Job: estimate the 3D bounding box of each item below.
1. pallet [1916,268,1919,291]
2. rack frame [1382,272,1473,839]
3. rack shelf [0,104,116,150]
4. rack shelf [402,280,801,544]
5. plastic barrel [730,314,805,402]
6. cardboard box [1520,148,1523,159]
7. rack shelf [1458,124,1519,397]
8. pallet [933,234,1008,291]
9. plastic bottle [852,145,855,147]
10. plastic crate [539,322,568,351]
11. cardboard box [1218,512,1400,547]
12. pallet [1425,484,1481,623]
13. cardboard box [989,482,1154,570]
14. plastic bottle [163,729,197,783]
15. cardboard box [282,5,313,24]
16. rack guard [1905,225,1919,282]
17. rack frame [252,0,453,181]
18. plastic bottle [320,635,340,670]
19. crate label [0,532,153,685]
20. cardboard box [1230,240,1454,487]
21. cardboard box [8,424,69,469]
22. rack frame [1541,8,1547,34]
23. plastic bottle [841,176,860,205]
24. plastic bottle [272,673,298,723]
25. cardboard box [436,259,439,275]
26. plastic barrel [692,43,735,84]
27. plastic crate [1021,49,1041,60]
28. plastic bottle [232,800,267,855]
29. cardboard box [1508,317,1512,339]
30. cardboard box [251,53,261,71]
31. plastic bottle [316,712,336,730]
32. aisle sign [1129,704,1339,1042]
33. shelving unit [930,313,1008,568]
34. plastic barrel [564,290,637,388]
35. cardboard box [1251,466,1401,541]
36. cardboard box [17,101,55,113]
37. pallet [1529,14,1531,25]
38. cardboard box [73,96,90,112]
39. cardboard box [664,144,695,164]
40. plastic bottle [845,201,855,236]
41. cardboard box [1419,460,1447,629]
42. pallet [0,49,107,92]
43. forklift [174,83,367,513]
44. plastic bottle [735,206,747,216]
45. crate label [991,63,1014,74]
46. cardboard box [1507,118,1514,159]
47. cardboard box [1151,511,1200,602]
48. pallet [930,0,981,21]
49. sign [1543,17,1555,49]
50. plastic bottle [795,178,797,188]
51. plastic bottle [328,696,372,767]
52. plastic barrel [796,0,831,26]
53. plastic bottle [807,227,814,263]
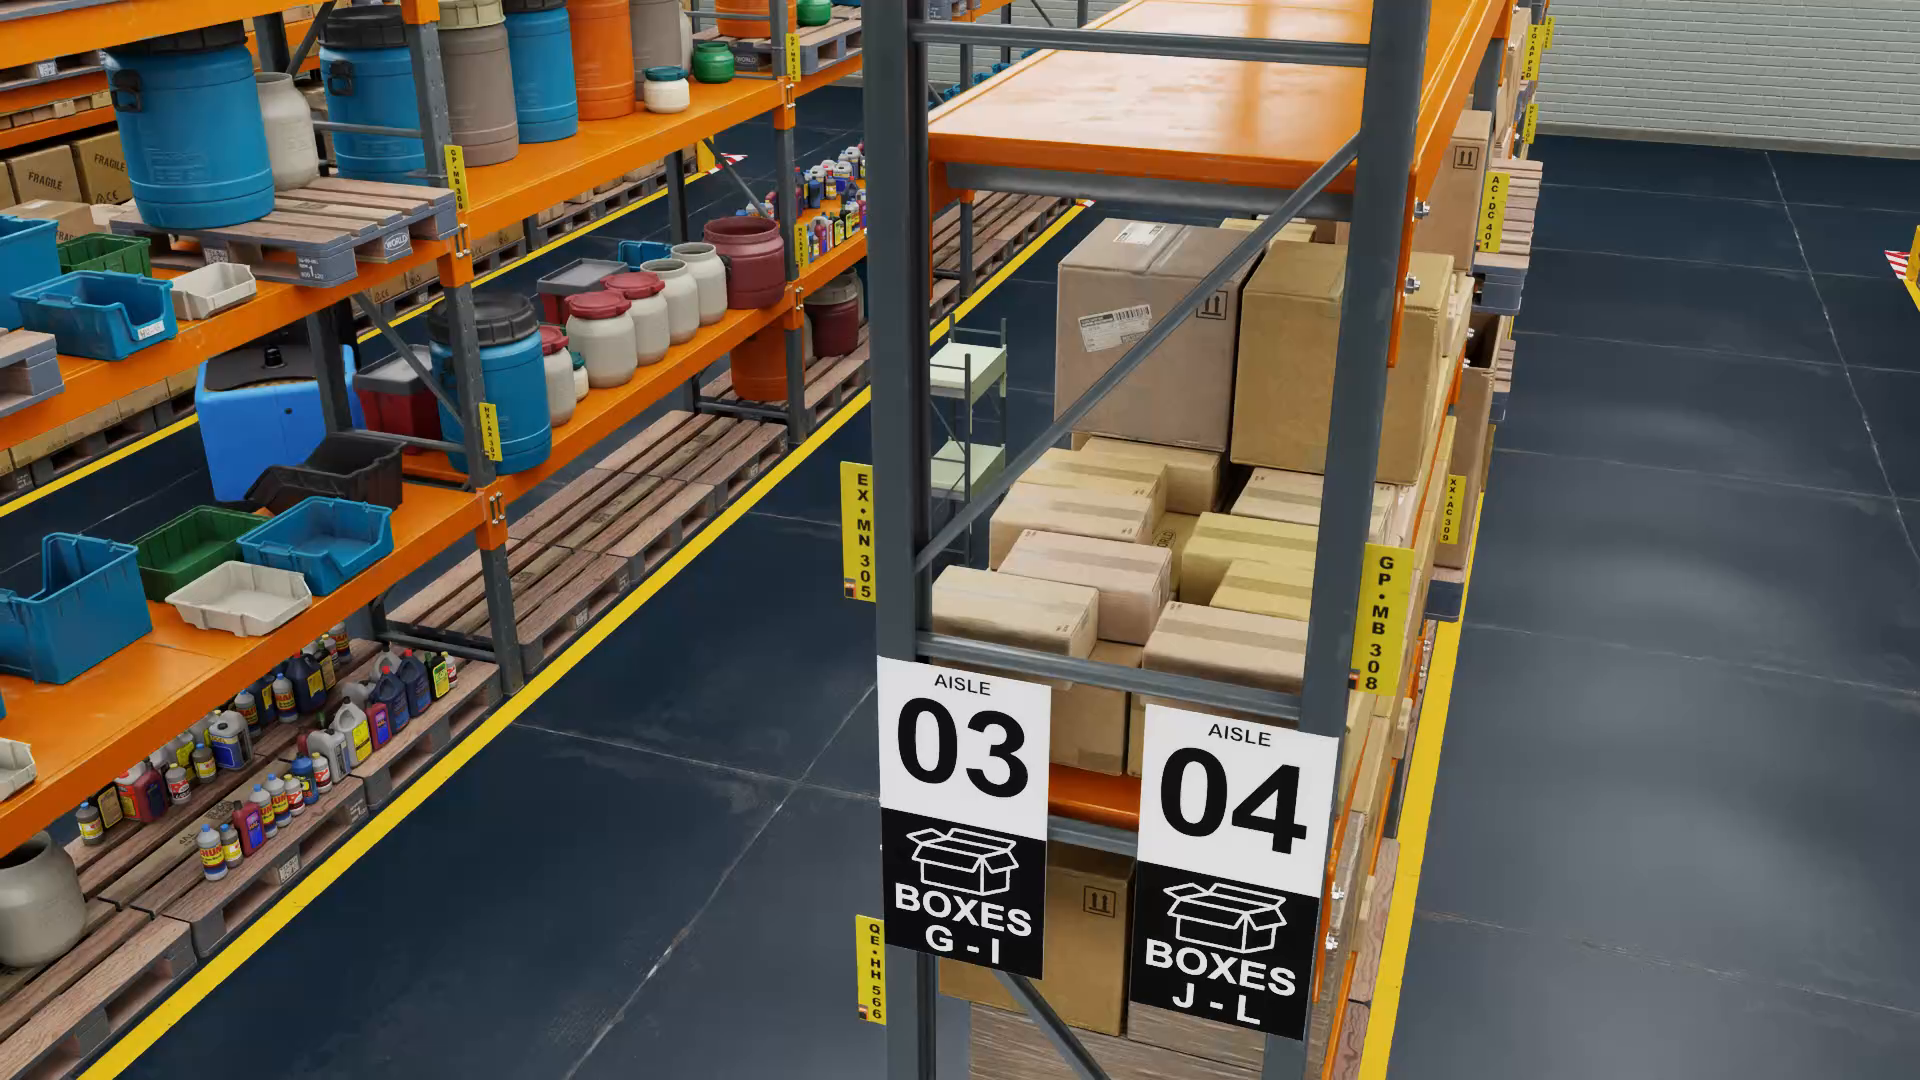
[{"bbox_3d":[9.948,-2.376,16.138,1.003,0.211,1.213,9,27,17],"label":"pallet"},{"bbox_3d":[1.640,0.180,7.660,1.000,3.000,0.127,9,27,17],"label":"rack frame"},{"bbox_3d":[-10.376,-4.117,17.360,1.077,0.370,4.000,9,27,17],"label":"rack shelf"},{"bbox_3d":[-2.365,-1.036,10.998,1.077,0.370,4.000,9,27,17],"label":"rack shelf"},{"bbox_3d":[-1.553,-1.598,13.340,0.600,0.830,0.708,9,27,17],"label":"plastic barrel"},{"bbox_3d":[4.706,-3.329,14.738,0.500,0.250,0.500,8,27,16],"label":"cardboard box"},{"bbox_3d":[2.306,-1.668,8.861,1.077,0.370,4.000,9,27,17],"label":"rack shelf"},{"bbox_3d":[-0.160,-2.879,17.177,1.003,0.211,1.213,9,27,17],"label":"pallet"},{"bbox_3d":[-0.990,-3.534,15.479,0.097,0.271,0.097,0,26,0],"label":"plastic bottle"},{"bbox_3d":[-2.717,-1.200,10.752,0.450,0.188,0.662,9,27,17],"label":"plastic crate"},{"bbox_3d":[0.879,0.168,4.415,0.500,0.250,0.500,8,27,16],"label":"cardboard box"},{"bbox_3d":[2.032,-0.027,8.307,1.003,0.211,1.213,9,27,17],"label":"pallet"},{"bbox_3d":[0.292,-0.016,4.337,0.380,0.149,0.250,8,27,15],"label":"cardboard box"},{"bbox_3d":[-3.956,1.056,8.385,0.144,0.351,0.185,10,28,20],"label":"plastic bottle"},{"bbox_3d":[-6.086,-4.691,14.163,0.910,0.500,0.500,9,27,17],"label":"cardboard box"},{"bbox_3d":[10.252,-2.834,16.754,1.175,0.500,0.348,9,27,17],"label":"rack guard"},{"bbox_3d":[-3.030,-3.239,7.836,1.000,3.000,0.127,9,27,17],"label":"rack frame"},{"bbox_3d":[-3.584,0.632,9.432,0.097,0.201,0.097,0,26,0],"label":"plastic bottle"},{"bbox_3d":[-4.004,0.294,7.384,0.502,0.435,0.616,9,27,17],"label":"crate label"},{"bbox_3d":[1.058,-0.501,4.595,0.500,0.500,0.500,9,27,17],"label":"cardboard box"},{"bbox_3d":[-6.991,-0.763,12.280,0.500,0.250,0.500,8,27,16],"label":"cardboard box"},{"bbox_3d":[5.634,-4.751,17.845,1.000,3.000,0.127,9,27,17],"label":"rack frame"},{"bbox_3d":[-0.920,-2.893,14.063,0.144,0.351,0.185,9,27,17],"label":"plastic bottle"},{"bbox_3d":[-3.625,0.840,8.922,0.097,0.271,0.097,0,26,0],"label":"plastic bottle"},{"bbox_3d":[-5.272,-2.966,16.522,0.500,0.500,0.500,9,27,18],"label":"cardboard box"},{"bbox_3d":[-1.733,-3.353,11.694,0.294,0.245,0.294,0,26,0],"label":"plastic barrel"},{"bbox_3d":[1.028,-5.348,18.968,0.616,0.435,0.499,9,27,17],"label":"plastic crate"},{"bbox_3d":[-3.372,1.340,7.877,0.061,0.283,0.133,9,27,18],"label":"plastic bottle"},{"bbox_3d":[3.812,-1.707,13.514,1.225,0.875,0.875,8,27,16],"label":"cardboard box"},{"bbox_3d":[-9.034,-6.218,20.529,0.980,0.700,0.700,7,27,15],"label":"cardboard box"},{"bbox_3d":[-3.249,1.000,8.578,0.061,0.283,0.133,9,27,17],"label":"plastic bottle"},{"bbox_3d":[0.572,0.723,3.556,0.394,0.787,0.004,9,27,17],"label":"aisle sign"},{"bbox_3d":[-0.002,-0.672,11.141,0.431,1.500,0.755,9,27,17],"label":"shelving unit"},{"bbox_3d":[-2.261,-1.262,10.483,0.433,0.535,0.433,0,26,0],"label":"plastic barrel"},{"bbox_3d":[1.007,-0.133,4.579,0.380,0.149,0.250,9,27,17],"label":"cardboard box"},{"bbox_3d":[-9.962,-4.808,17.483,0.500,0.500,0.500,9,27,18],"label":"cardboard box"},{"bbox_3d":[4.044,-3.988,13.045,0.805,0.209,1.217,8,27,15],"label":"pallet"},{"bbox_3d":[-9.747,-4.772,18.152,0.380,0.149,0.250,10,27,19],"label":"cardboard box"},{"bbox_3d":[-3.656,-5.003,20.729,0.500,0.500,0.500,9,27,17],"label":"cardboard box"},{"bbox_3d":[-0.911,-2.639,13.629,0.097,0.271,0.097,0,26,0],"label":"plastic bottle"},{"bbox_3d":[1.585,-0.019,6.466,0.500,0.500,0.500,9,27,17],"label":"cardboard box"},{"bbox_3d":[-6.880,-3.415,11.860,1.003,0.211,1.213,10,28,20],"label":"pallet"},{"bbox_3d":[-5.080,-1.979,12.198,1.130,2.935,3.031,-9,27,-18],"label":"forklift"},{"bbox_3d":[-1.770,-2.572,13.491,0.097,0.271,0.097,0,26,0],"label":"plastic bottle"},{"bbox_3d":[0.570,-5.368,19.241,0.416,0.233,0.303,9,27,17],"label":"crate label"},{"bbox_3d":[2.892,-2.310,9.532,0.500,0.250,0.500,9,27,17],"label":"cardboard box"},{"bbox_3d":[0.394,0.101,4.554,0.500,0.250,0.500,9,27,18],"label":"cardboard box"},{"bbox_3d":[-0.537,-4.755,14.626,1.213,0.211,1.003,9,27,17],"label":"pallet"},{"bbox_3d":[6.141,-5.295,17.367,0.100,0.325,0.005,9,27,17],"label":"sign"},{"bbox_3d":[-1.423,-2.949,14.257,0.061,0.283,0.133,9,27,17],"label":"plastic bottle"},{"bbox_3d":[-3.144,0.974,8.555,0.144,0.351,0.185,9,27,17],"label":"plastic bottle"},{"bbox_3d":[-1.130,-4.053,12.658,0.294,0.245,0.294,0,26,0],"label":"plastic barrel"},{"bbox_3d":[-1.186,-2.299,12.927,0.097,0.271,0.097,0,26,0],"label":"plastic bottle"}]
